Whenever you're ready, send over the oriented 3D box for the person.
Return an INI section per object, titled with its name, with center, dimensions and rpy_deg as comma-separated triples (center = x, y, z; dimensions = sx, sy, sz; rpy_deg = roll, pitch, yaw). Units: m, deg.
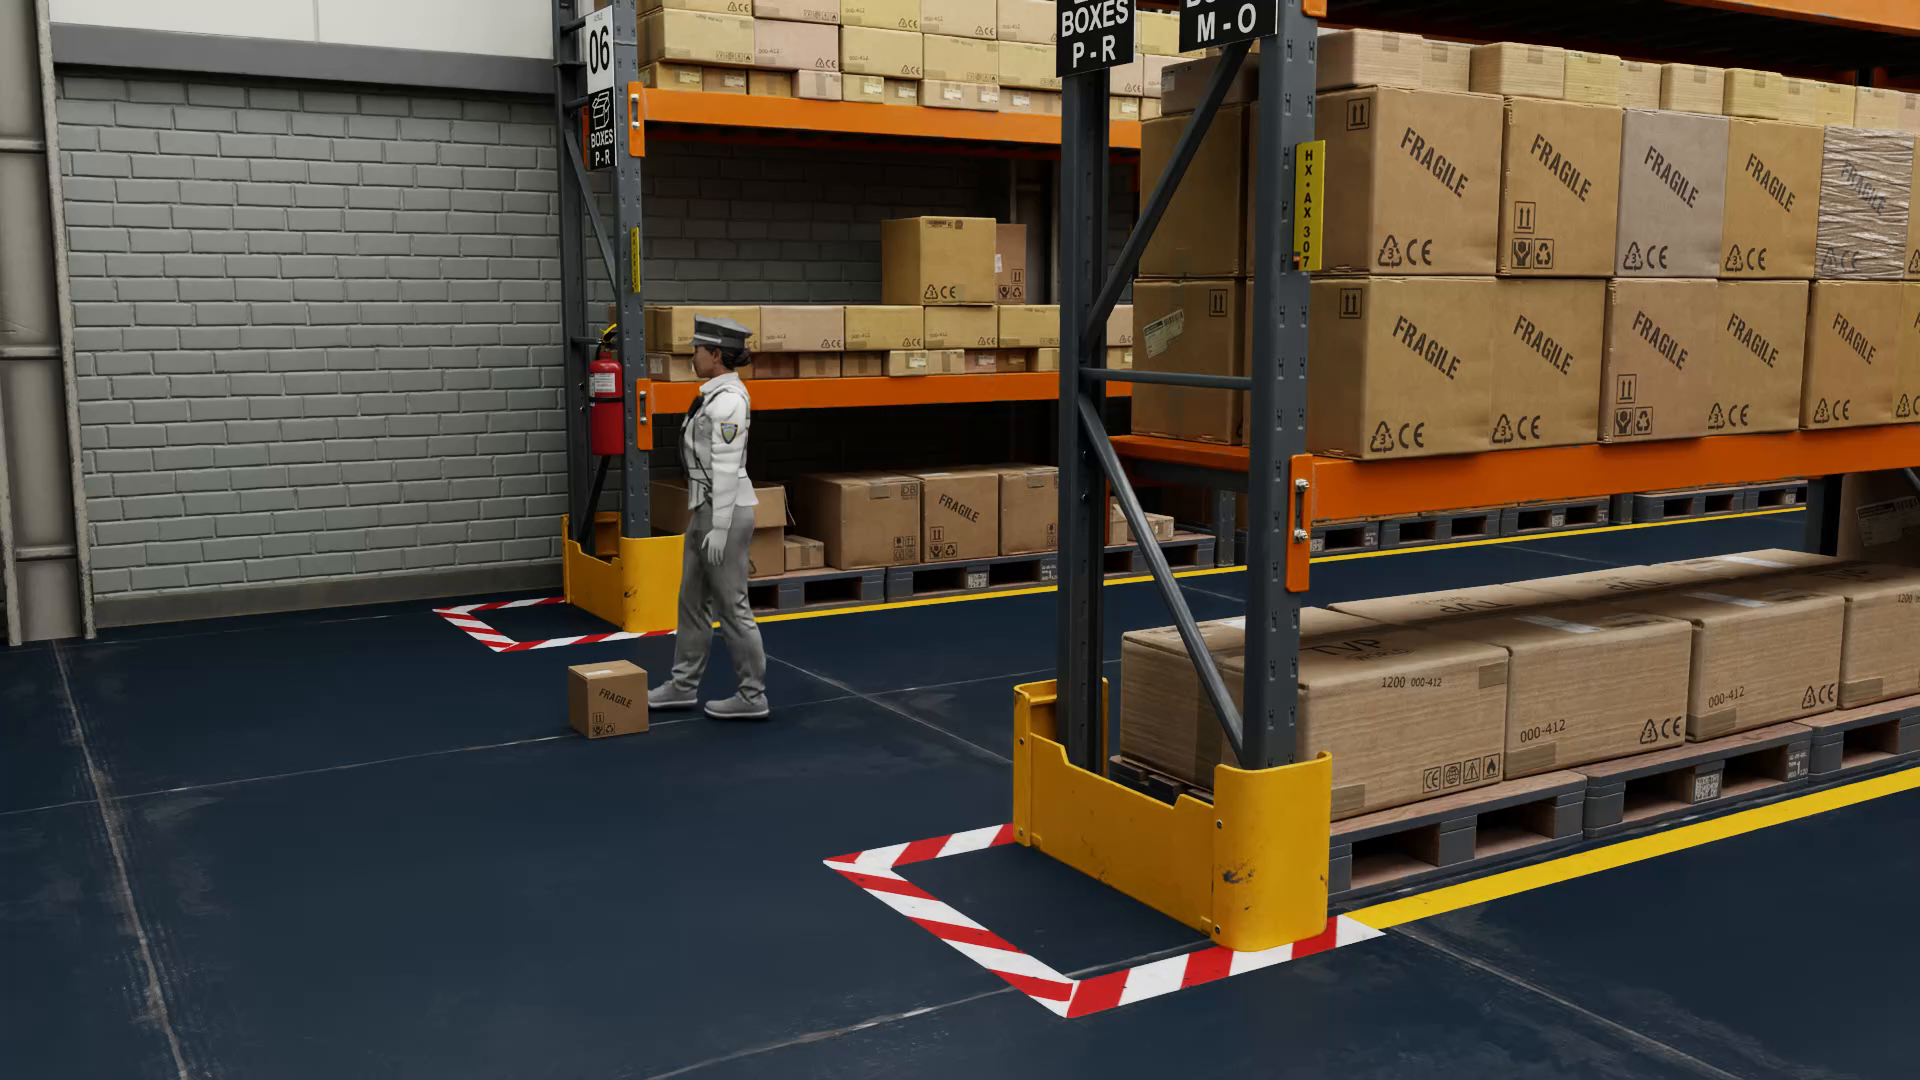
[person]
center = -1.097, -0.090, 6.857
dimensions = 0.583, 1.672, 0.491
rpy_deg = -1, 8, -9
